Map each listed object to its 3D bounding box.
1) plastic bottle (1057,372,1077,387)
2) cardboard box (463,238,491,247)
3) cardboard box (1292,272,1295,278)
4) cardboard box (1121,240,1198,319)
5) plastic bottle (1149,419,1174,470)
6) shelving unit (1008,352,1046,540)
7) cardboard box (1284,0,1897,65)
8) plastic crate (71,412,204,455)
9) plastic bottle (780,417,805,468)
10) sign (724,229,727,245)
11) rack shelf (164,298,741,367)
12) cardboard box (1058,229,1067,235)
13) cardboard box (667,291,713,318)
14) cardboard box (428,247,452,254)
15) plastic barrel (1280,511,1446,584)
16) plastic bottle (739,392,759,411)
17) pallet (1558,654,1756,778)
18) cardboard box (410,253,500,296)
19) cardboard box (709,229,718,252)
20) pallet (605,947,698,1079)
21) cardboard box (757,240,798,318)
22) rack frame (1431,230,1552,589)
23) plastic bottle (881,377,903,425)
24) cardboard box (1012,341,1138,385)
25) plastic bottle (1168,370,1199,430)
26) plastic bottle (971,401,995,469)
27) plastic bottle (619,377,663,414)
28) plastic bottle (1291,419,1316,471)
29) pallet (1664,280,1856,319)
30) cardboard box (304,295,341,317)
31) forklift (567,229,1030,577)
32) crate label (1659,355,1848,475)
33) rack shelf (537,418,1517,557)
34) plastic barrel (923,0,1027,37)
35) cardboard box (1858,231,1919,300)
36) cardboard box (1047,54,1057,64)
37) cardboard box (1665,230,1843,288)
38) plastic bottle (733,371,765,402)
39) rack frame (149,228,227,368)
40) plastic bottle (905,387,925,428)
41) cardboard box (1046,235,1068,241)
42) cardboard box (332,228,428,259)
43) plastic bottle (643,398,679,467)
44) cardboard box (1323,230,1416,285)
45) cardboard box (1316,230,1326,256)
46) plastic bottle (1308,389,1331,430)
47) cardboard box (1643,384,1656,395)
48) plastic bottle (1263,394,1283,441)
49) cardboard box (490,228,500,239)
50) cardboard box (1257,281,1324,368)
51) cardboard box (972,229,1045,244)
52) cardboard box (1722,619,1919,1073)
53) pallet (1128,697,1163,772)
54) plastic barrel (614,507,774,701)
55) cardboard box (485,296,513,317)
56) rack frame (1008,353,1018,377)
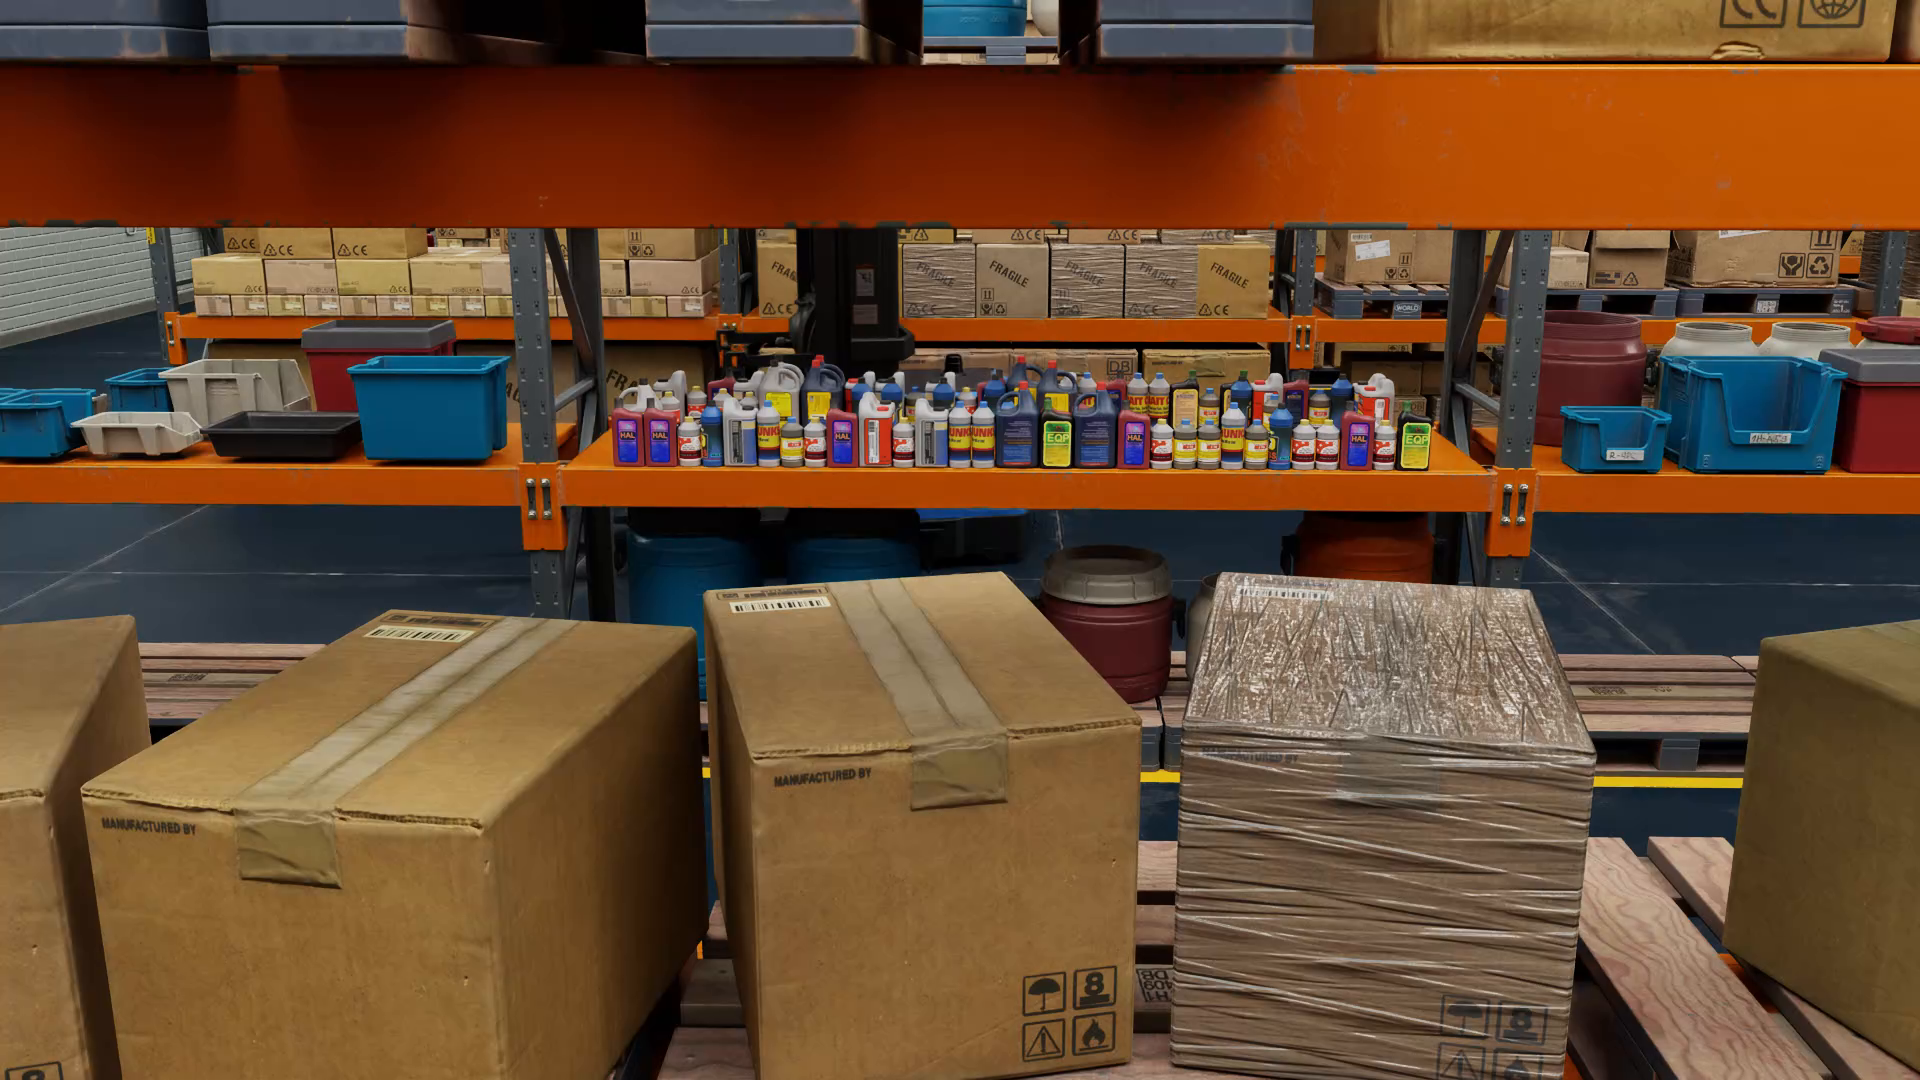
[{"bbox_3d":[0.461,-0.623,7.563,0.135,0.276,0.152,0,15,1],"label":"plastic bottle"},{"bbox_3d":[-4.800,-2.969,16.708,0.250,0.149,0.380,1,15,3],"label":"cardboard box"},{"bbox_3d":[4.712,-3.296,21.780,0.625,0.372,0.950,1,15,3],"label":"cardboard box"},{"bbox_3d":[1.401,-1.845,11.755,0.500,0.500,0.500,0,15,1],"label":"cardboard box"},{"bbox_3d":[0.830,-0.397,6.856,0.097,0.201,0.097,0,15,0],"label":"plastic bottle"},{"bbox_3d":[0.428,-0.602,10.771,0.189,1.200,0.258,-3,15,-11],"label":"shelving unit"},{"bbox_3d":[0.675,-0.825,2.010,0.500,0.500,0.910,0,15,1],"label":"cardboard box"},{"bbox_3d":[-3.475,-0.451,7.067,0.466,0.136,0.293,0,15,1],"label":"plastic crate"},{"bbox_3d":[-0.695,-0.407,6.893,0.097,0.201,0.097,0,15,0],"label":"plastic bottle"},{"bbox_3d":[-1.613,-2.193,11.419,0.005,0.325,0.100,0,15,1],"label":"sign"},{"bbox_3d":[-3.600,-1.543,12.217,4.000,0.370,1.077,0,15,1],"label":"rack shelf"},{"bbox_3d":[1.098,-3.091,16.344,0.250,0.149,0.380,0,15,-1],"label":"cardboard box"},{"bbox_3d":[-1.913,-1.674,11.799,0.250,0.149,0.380,0,15,2],"label":"cardboard box"},{"bbox_3d":[-4.092,-2.033,12.375,0.500,0.250,0.500,0,15,0],"label":"cardboard box"},{"bbox_3d":[1.782,0.259,7.409,0.708,0.830,0.600,0,15,1],"label":"plastic barrel"},{"bbox_3d":[-0.944,-0.564,7.487,0.097,0.201,0.097,0,15,0],"label":"plastic bottle"},{"bbox_3d":[3.045,0.775,7.489,1.213,0.211,1.003,0,15,1],"label":"pallet"},{"bbox_3d":[-3.582,-1.895,11.853,0.500,0.250,0.500,0,15,0],"label":"cardboard box"},{"bbox_3d":[-2.072,-2.380,12.221,0.500,0.500,0.500,0,15,1],"label":"cardboard box"},{"bbox_3d":[-1.061,0.775,2.400,1.213,0.211,1.003,0,15,1],"label":"pallet"},{"bbox_3d":[-1.147,-1.859,11.810,0.500,0.500,0.500,0,15,2],"label":"cardboard box"},{"bbox_3d":[2.272,-0.588,7.190,0.127,3.000,1.000,0,15,1],"label":"rack frame"},{"bbox_3d":[-0.305,-0.594,7.462,0.097,0.271,0.097,0,15,0],"label":"plastic bottle"},{"bbox_3d":[0.818,-1.045,12.261,0.875,0.875,1.225,0,15,2],"label":"cardboard box"},{"bbox_3d":[1.022,-0.634,7.592,0.133,0.283,0.061,0,15,1],"label":"plastic bottle"},{"bbox_3d":[0.096,-0.436,6.865,0.097,0.271,0.097,0,15,0],"label":"plastic bottle"},{"bbox_3d":[-1.343,-0.505,6.972,0.185,0.351,0.144,0,15,1],"label":"plastic bottle"},{"bbox_3d":[1.414,-0.394,6.841,0.097,0.201,0.097,0,15,0],"label":"plastic bottle"},{"bbox_3d":[5.637,-1.775,12.063,1.213,0.211,1.003,0,15,1],"label":"pallet"},{"bbox_3d":[-4.479,-1.691,11.863,0.250,0.149,0.380,0,15,1],"label":"cardboard box"},{"bbox_3d":[-1.134,-1.331,10.138,3.031,2.935,1.130,-3,15,-11],"label":"forklift"},{"bbox_3d":[3.258,-0.530,6.899,0.616,0.435,0.502,0,15,1],"label":"crate label"},{"bbox_3d":[0.273,-0.253,7.331,4.000,0.370,1.077,0,15,1],"label":"rack shelf"},{"bbox_3d":[-0.017,-2.538,6.894,0.708,0.901,0.600,0,15,1],"label":"plastic barrel"},{"bbox_3d":[6.845,-1.999,11.757,0.500,0.500,0.875,0,15,1],"label":"cardboard box"},{"bbox_3d":[1.049,-4.557,16.158,0.500,0.500,0.500,0,15,1],"label":"cardboard box"},{"bbox_3d":[5.606,-2.359,11.903,1.000,1.000,1.000,0,15,2],"label":"cardboard box"},{"bbox_3d":[-0.959,-0.632,7.598,0.135,0.276,0.152,0,15,1],"label":"plastic bottle"},{"bbox_3d":[-5.599,-1.904,12.175,0.127,3.000,1.000,0,15,1],"label":"rack frame"},{"bbox_3d":[-0.204,-0.598,7.615,0.097,0.201,0.097,0,15,0],"label":"plastic bottle"},{"bbox_3d":[0.892,-1.978,12.259,0.500,0.500,0.500,0,15,0],"label":"cardboard box"},{"bbox_3d":[-4.108,-2.260,11.768,0.500,0.500,0.500,0,15,0],"label":"cardboard box"},{"bbox_3d":[-1.238,-0.446,6.879,0.133,0.283,0.061,0,15,1],"label":"plastic bottle"},{"bbox_3d":[2.939,-2.109,11.936,0.500,0.500,0.500,-1,15,-5],"label":"cardboard box"},{"bbox_3d":[3.576,-3.090,16.475,0.500,0.500,0.500,0,15,1],"label":"cardboard box"},{"bbox_3d":[1.635,-0.586,7.570,0.097,0.201,0.097,0,15,0],"label":"plastic bottle"},{"bbox_3d":[5.308,-0.847,12.207,0.500,0.500,0.700,0,15,1],"label":"cardboard box"},{"bbox_3d":[1.401,-0.549,7.429,0.097,0.201,0.097,0,15,0],"label":"plastic bottle"},{"bbox_3d":[-4.394,-3.290,16.649,0.500,0.500,0.500,0,15,2],"label":"cardboard box"},{"bbox_3d":[3.233,-2.204,16.901,0.750,0.750,1.050,0,15,1],"label":"cardboard box"},{"bbox_3d":[0.346,-2.401,11.899,0.637,0.503,0.797,1,15,3],"label":"cardboard box"},{"bbox_3d":[1.509,0.448,2.242,0.500,0.500,0.700,-5,16,-17],"label":"cardboard box"},{"bbox_3d":[0.266,0.757,7.558,1.213,0.211,1.003,0,15,1],"label":"pallet"},{"bbox_3d":[-1.183,0.205,7.473,0.708,0.901,0.600,0,15,1],"label":"plastic barrel"},{"bbox_3d":[-3.198,-1.683,11.830,0.250,0.149,0.380,0,15,1],"label":"cardboard box"},{"bbox_3d":[0.338,-0.598,10.754,0.006,1.200,0.240,-3,15,-11],"label":"rack frame"}]
